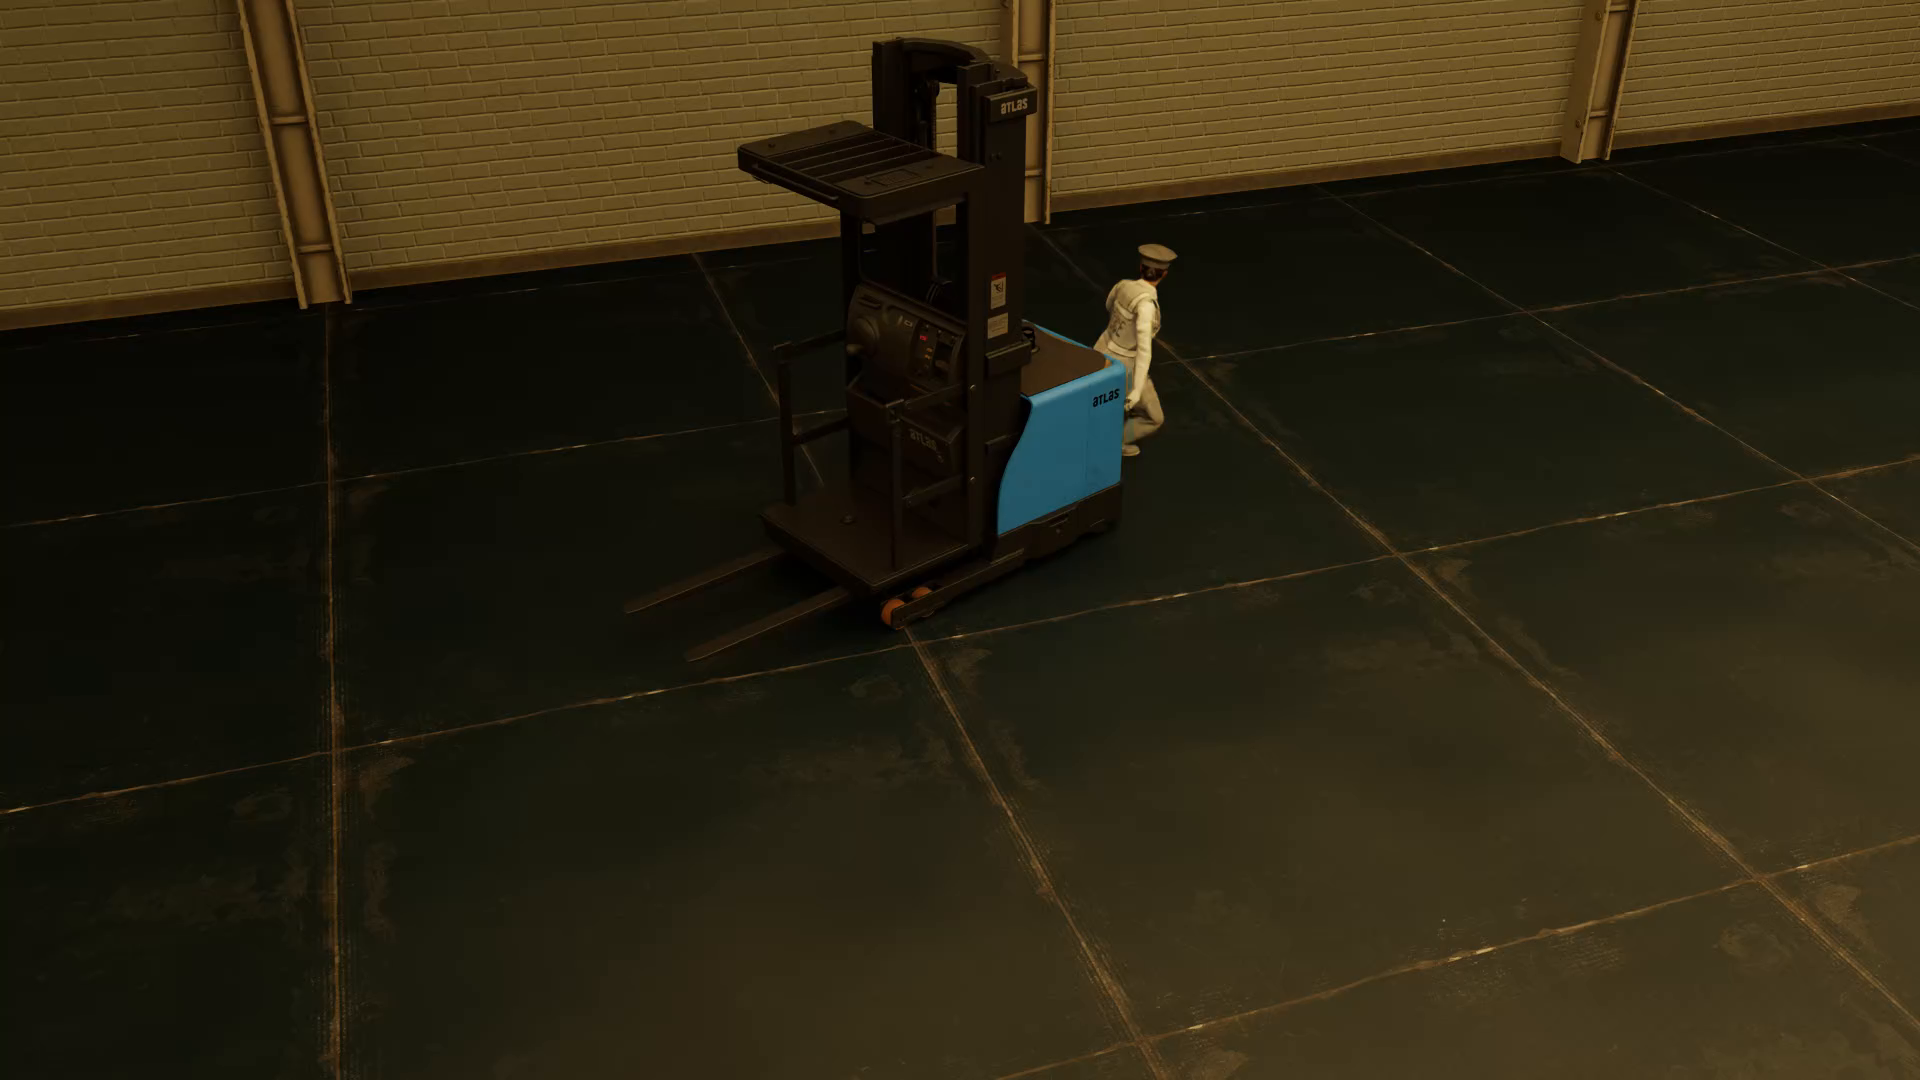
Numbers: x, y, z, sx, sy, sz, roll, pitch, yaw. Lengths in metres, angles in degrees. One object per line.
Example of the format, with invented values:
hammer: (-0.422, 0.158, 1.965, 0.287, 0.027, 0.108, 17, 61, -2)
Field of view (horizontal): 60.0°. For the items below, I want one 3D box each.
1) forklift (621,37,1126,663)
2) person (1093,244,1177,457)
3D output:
forklift: (-0.461, -1.072, 8.951, 3.031, 2.935, 1.130, -23, 37, -34)
person: (1.069, -1.095, 10.495, 0.534, 1.491, 0.884, -1, 30, -2)
